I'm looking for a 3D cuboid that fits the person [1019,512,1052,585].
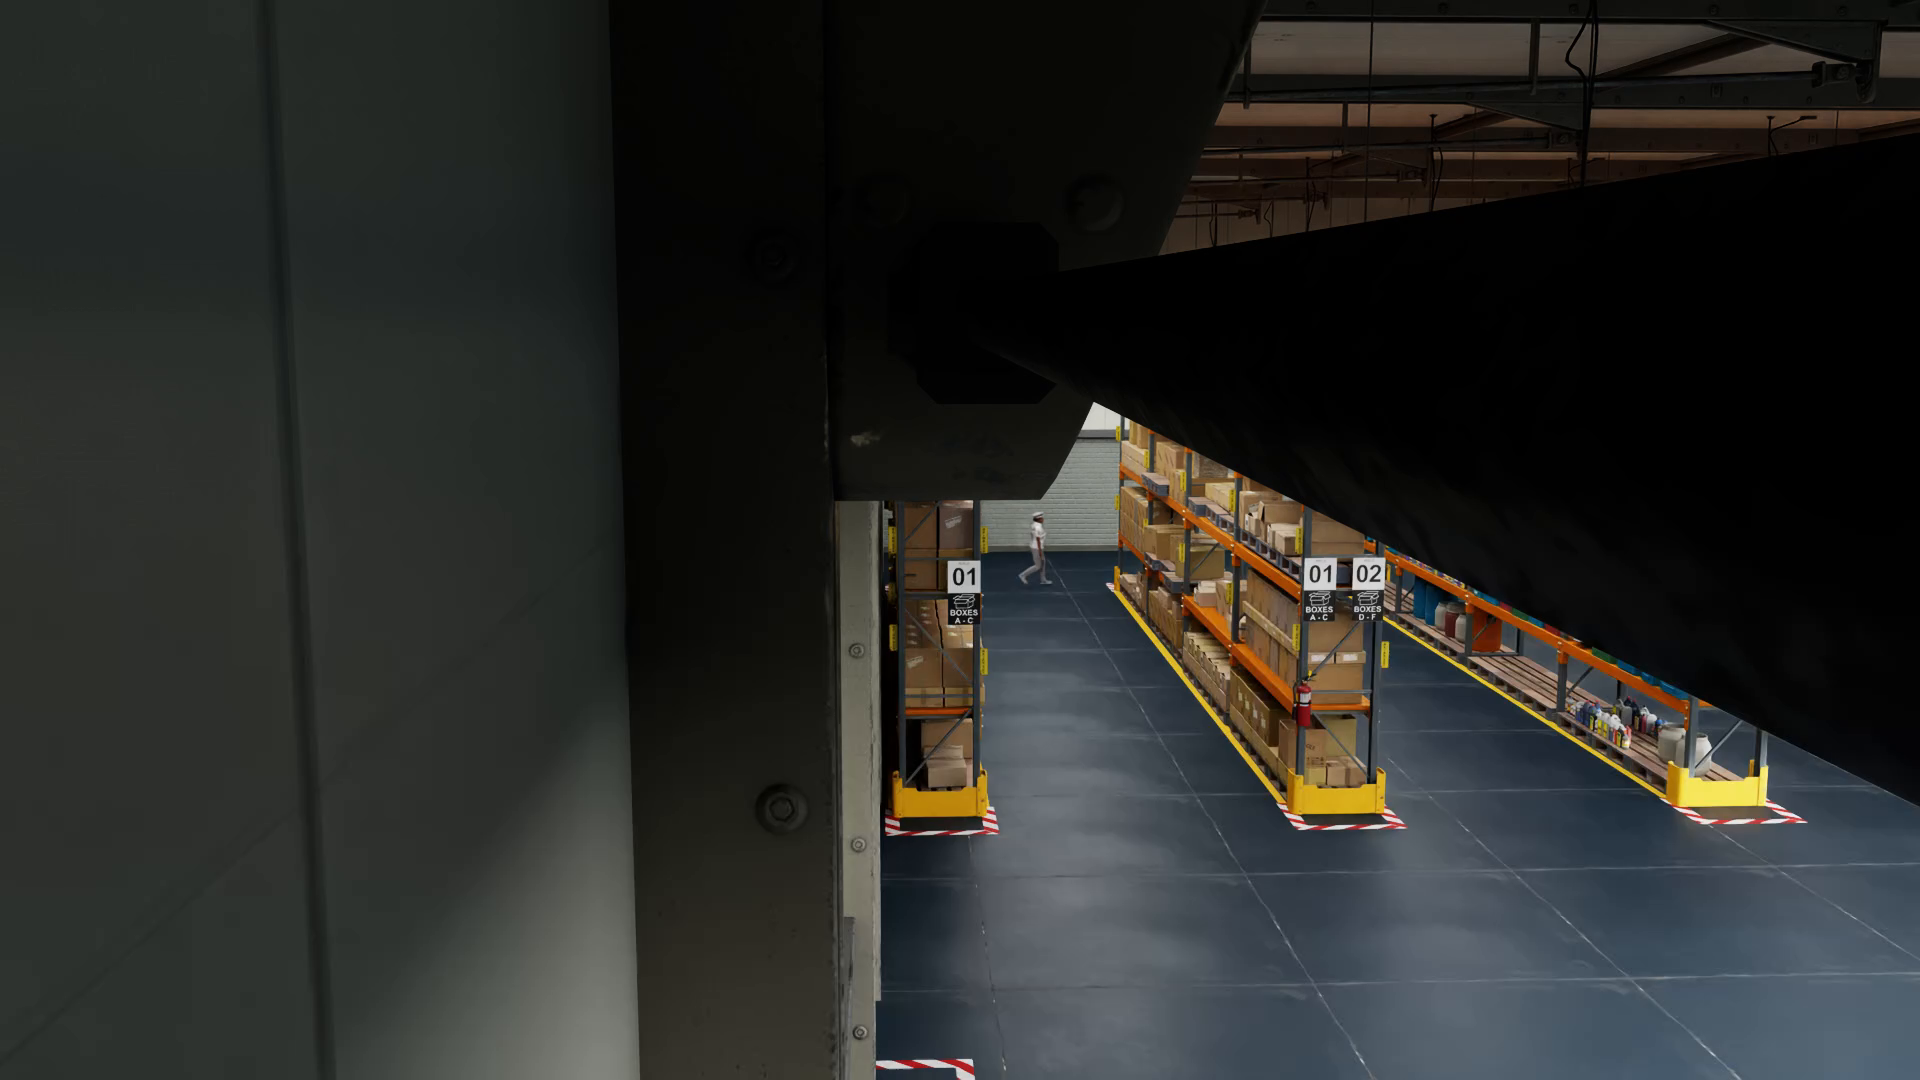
[{"bbox_3d":[1.690,0.192,36.914,0.787,1.655,0.483,-1,8,-6],"label":"person"}]
